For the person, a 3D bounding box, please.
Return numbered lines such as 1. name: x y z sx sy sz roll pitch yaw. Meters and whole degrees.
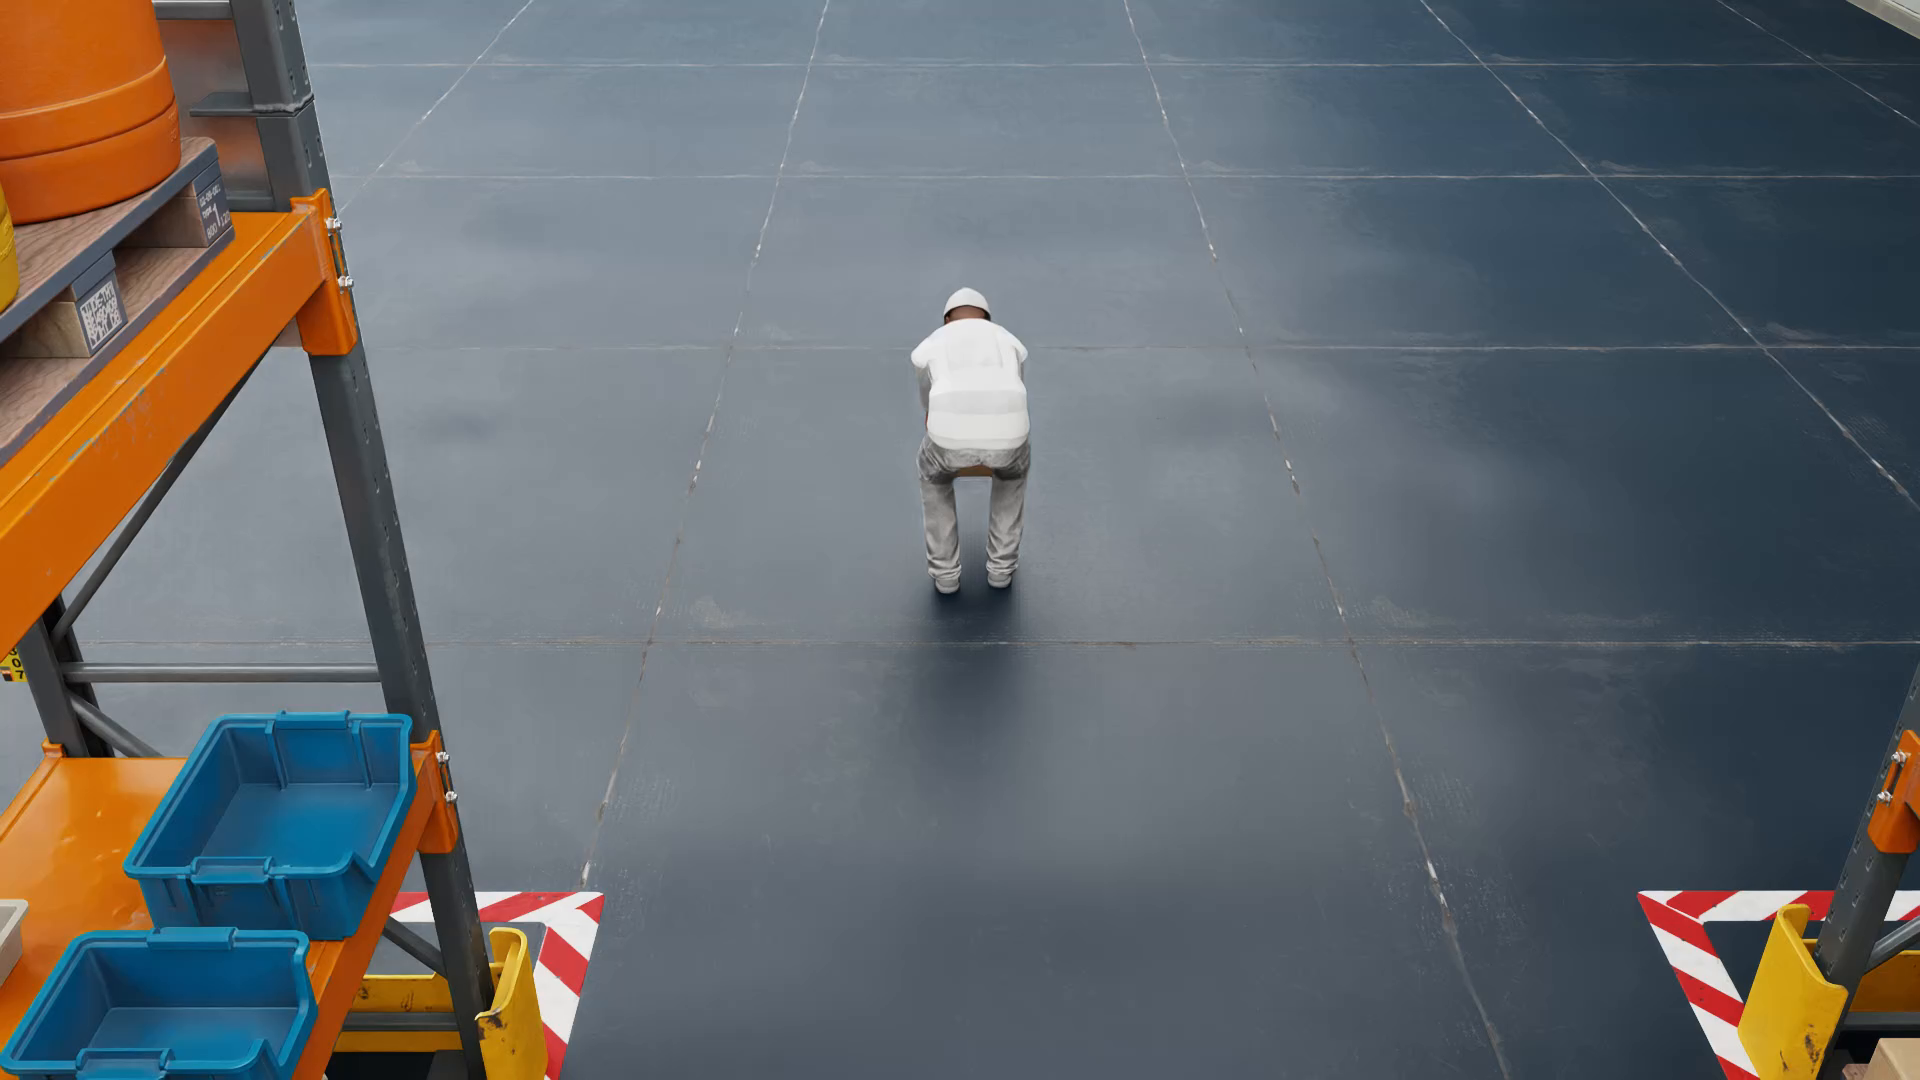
1. person: 0.049 -0.425 7.404 0.517 1.169 0.967 -2 31 -2
